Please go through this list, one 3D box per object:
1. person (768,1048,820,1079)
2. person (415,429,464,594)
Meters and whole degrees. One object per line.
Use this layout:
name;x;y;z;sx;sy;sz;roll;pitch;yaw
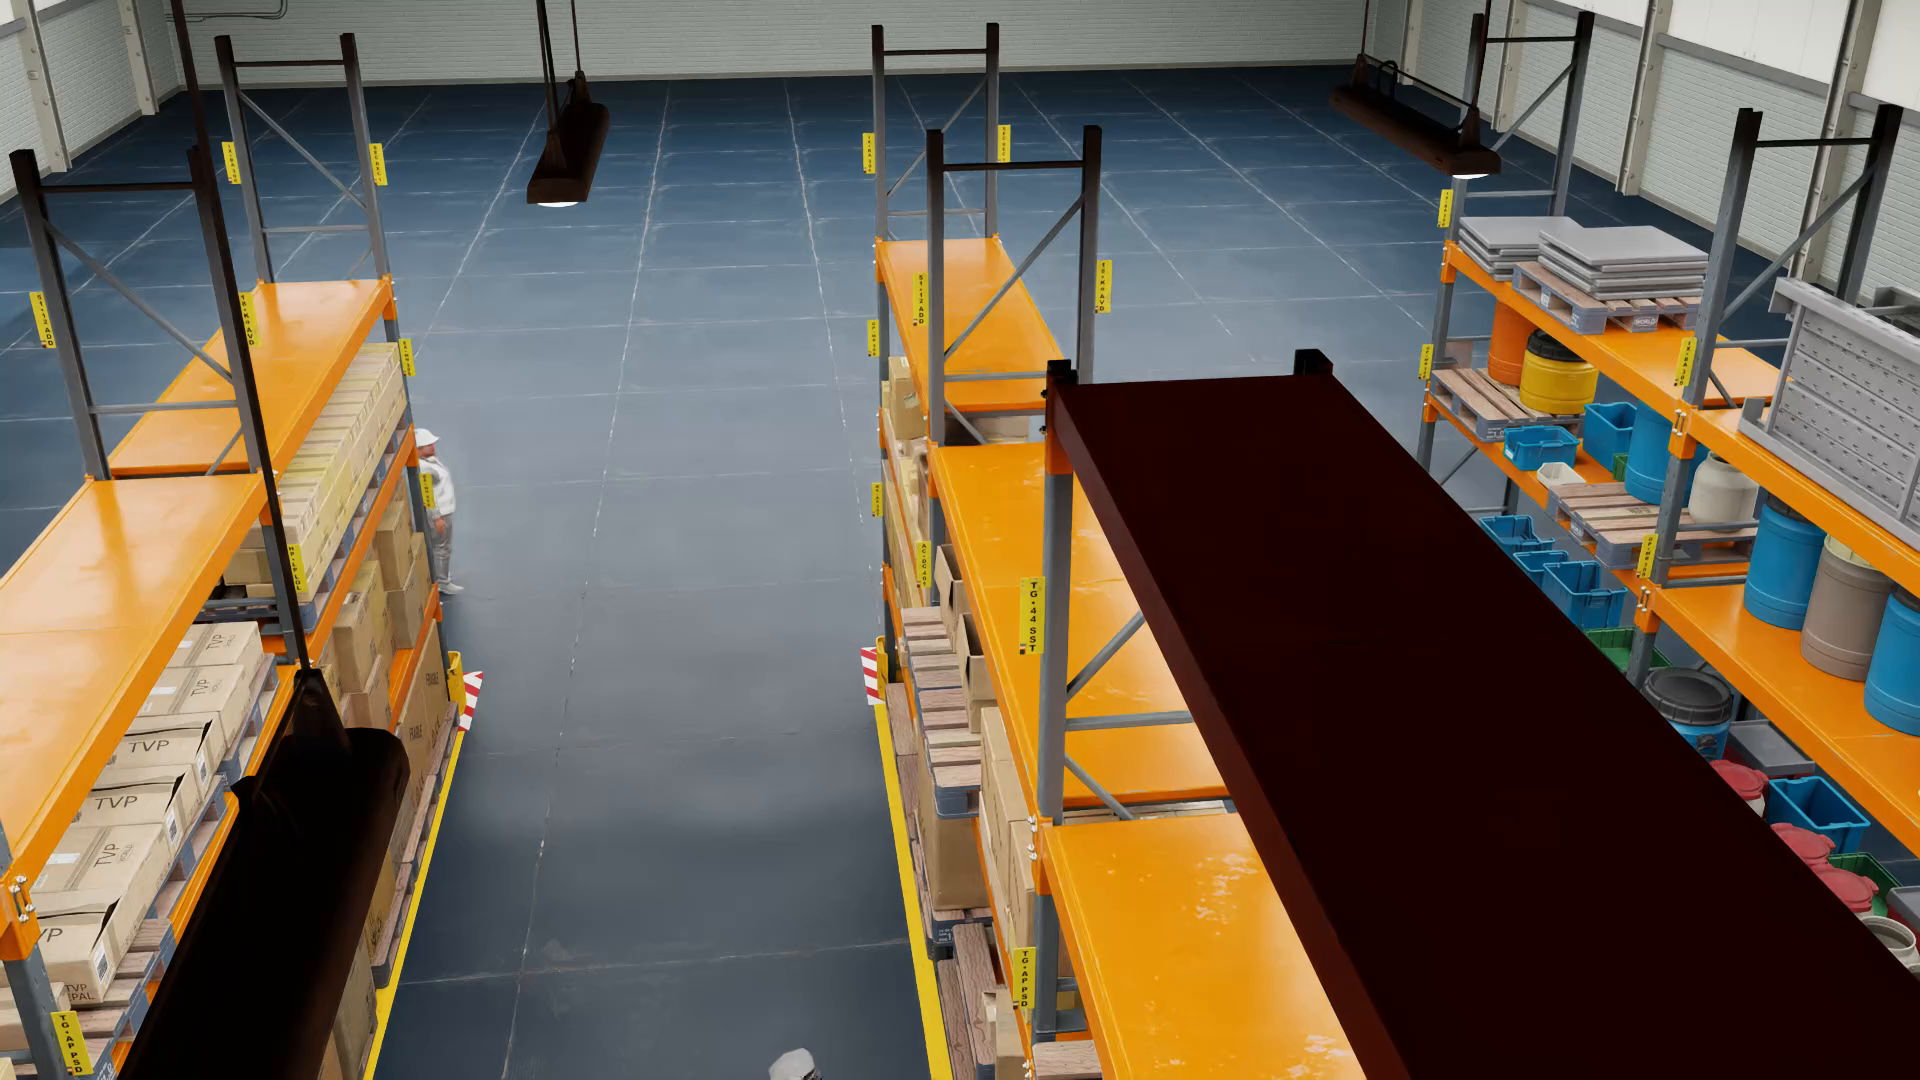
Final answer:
person;-0.867;3.511;9.169;0.347;1.682;0.548;-2;26;-5
person;-5.417;-0.307;17.115;0.421;1.797;0.615;-14;29;-27
